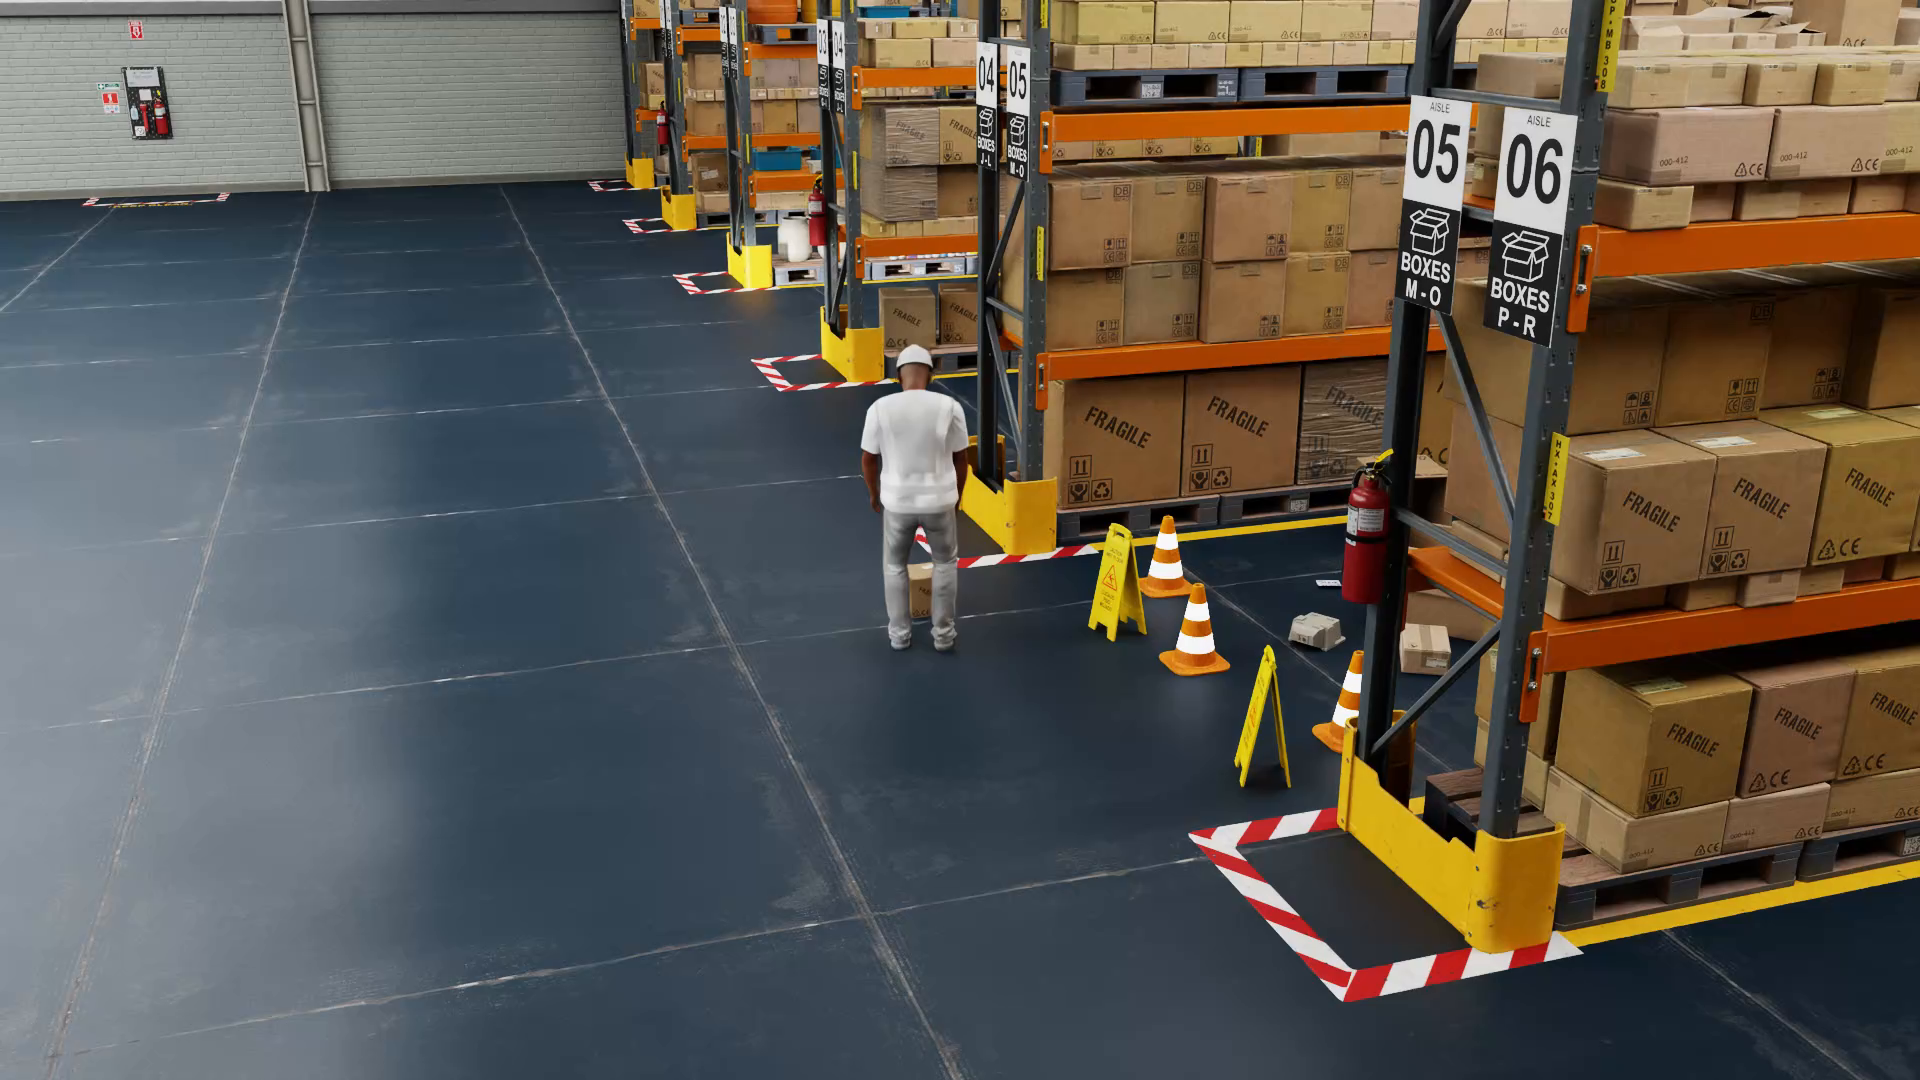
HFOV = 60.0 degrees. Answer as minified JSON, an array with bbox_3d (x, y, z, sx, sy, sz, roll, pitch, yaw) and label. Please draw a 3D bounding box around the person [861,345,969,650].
[{"bbox_3d":[-0.248,-0.227,9.280,0.595,1.707,0.472,1,19,2],"label":"person"}]
